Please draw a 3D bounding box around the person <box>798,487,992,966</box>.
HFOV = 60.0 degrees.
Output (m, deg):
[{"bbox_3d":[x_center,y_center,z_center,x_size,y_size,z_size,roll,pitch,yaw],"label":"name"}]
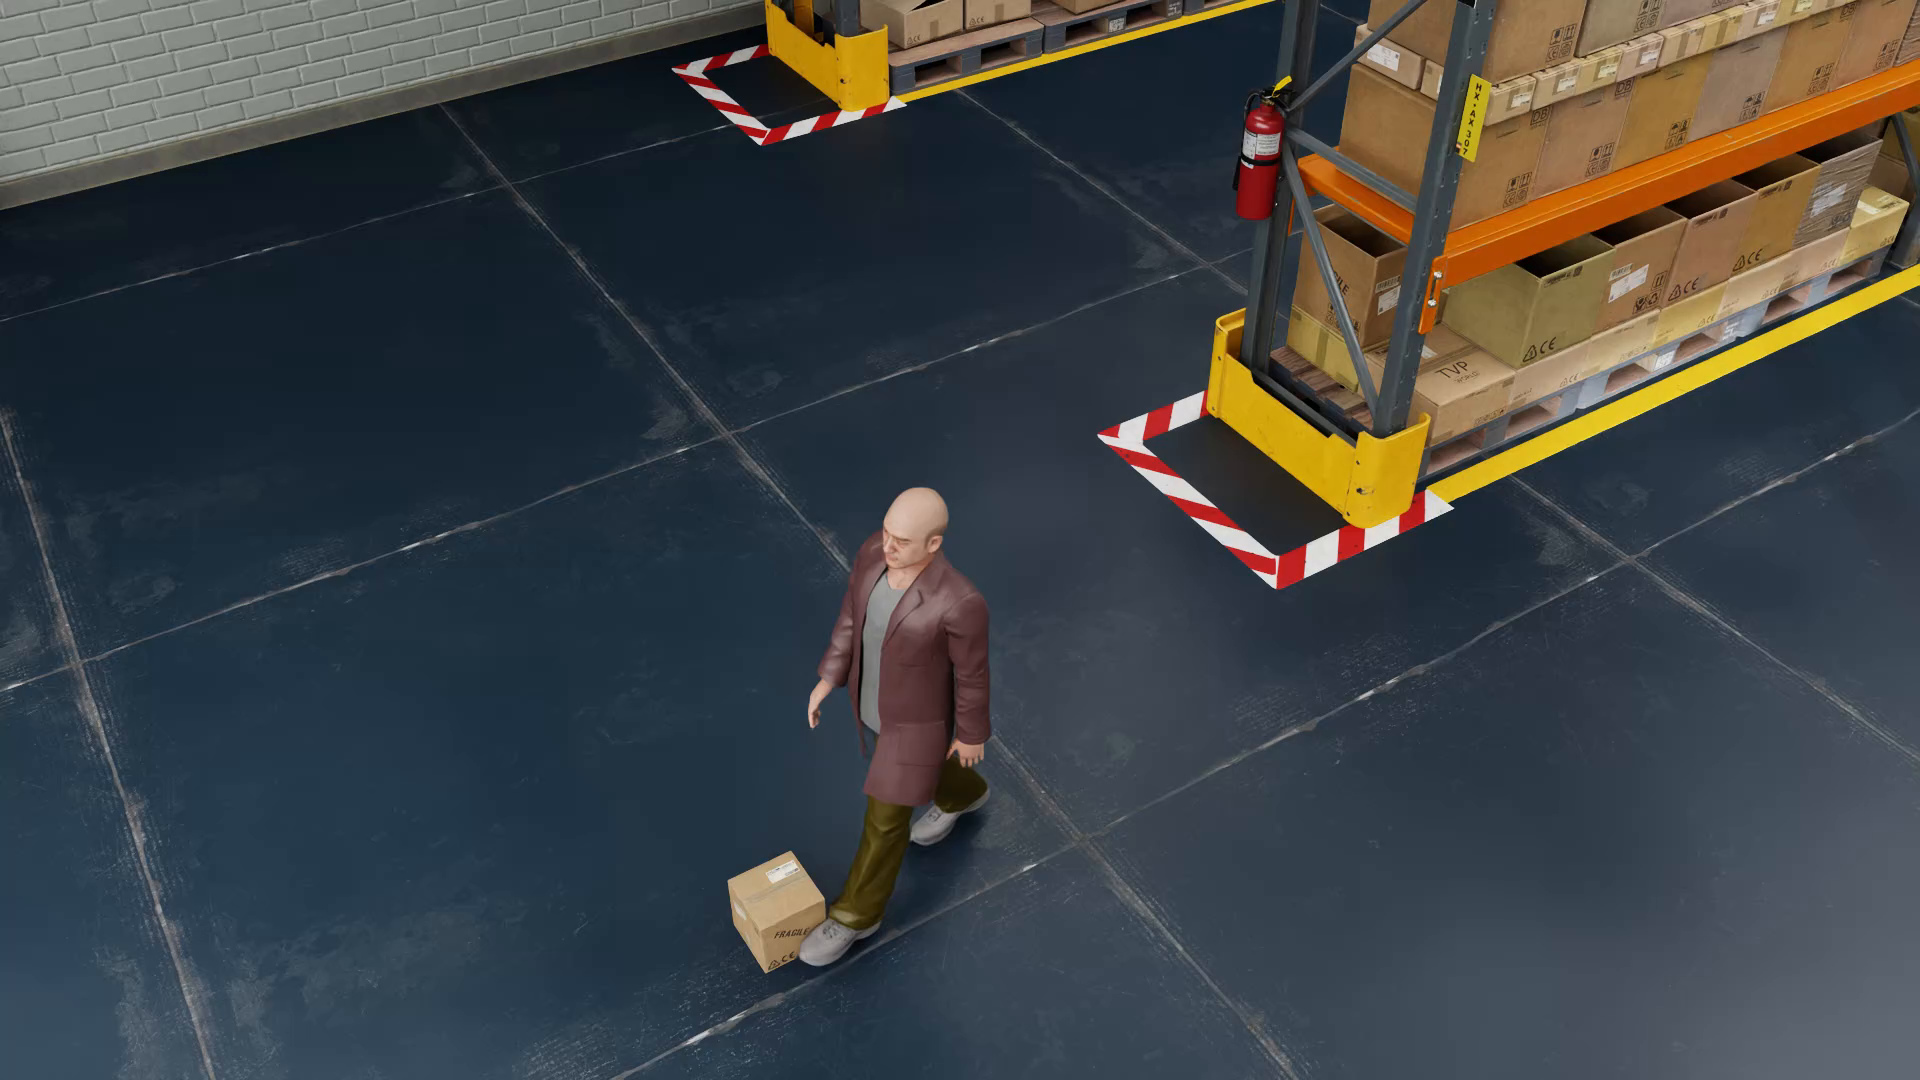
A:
[{"bbox_3d":[-0.238,0.569,5.504,1.005,1.739,0.598,-27,47,-28],"label":"person"}]
